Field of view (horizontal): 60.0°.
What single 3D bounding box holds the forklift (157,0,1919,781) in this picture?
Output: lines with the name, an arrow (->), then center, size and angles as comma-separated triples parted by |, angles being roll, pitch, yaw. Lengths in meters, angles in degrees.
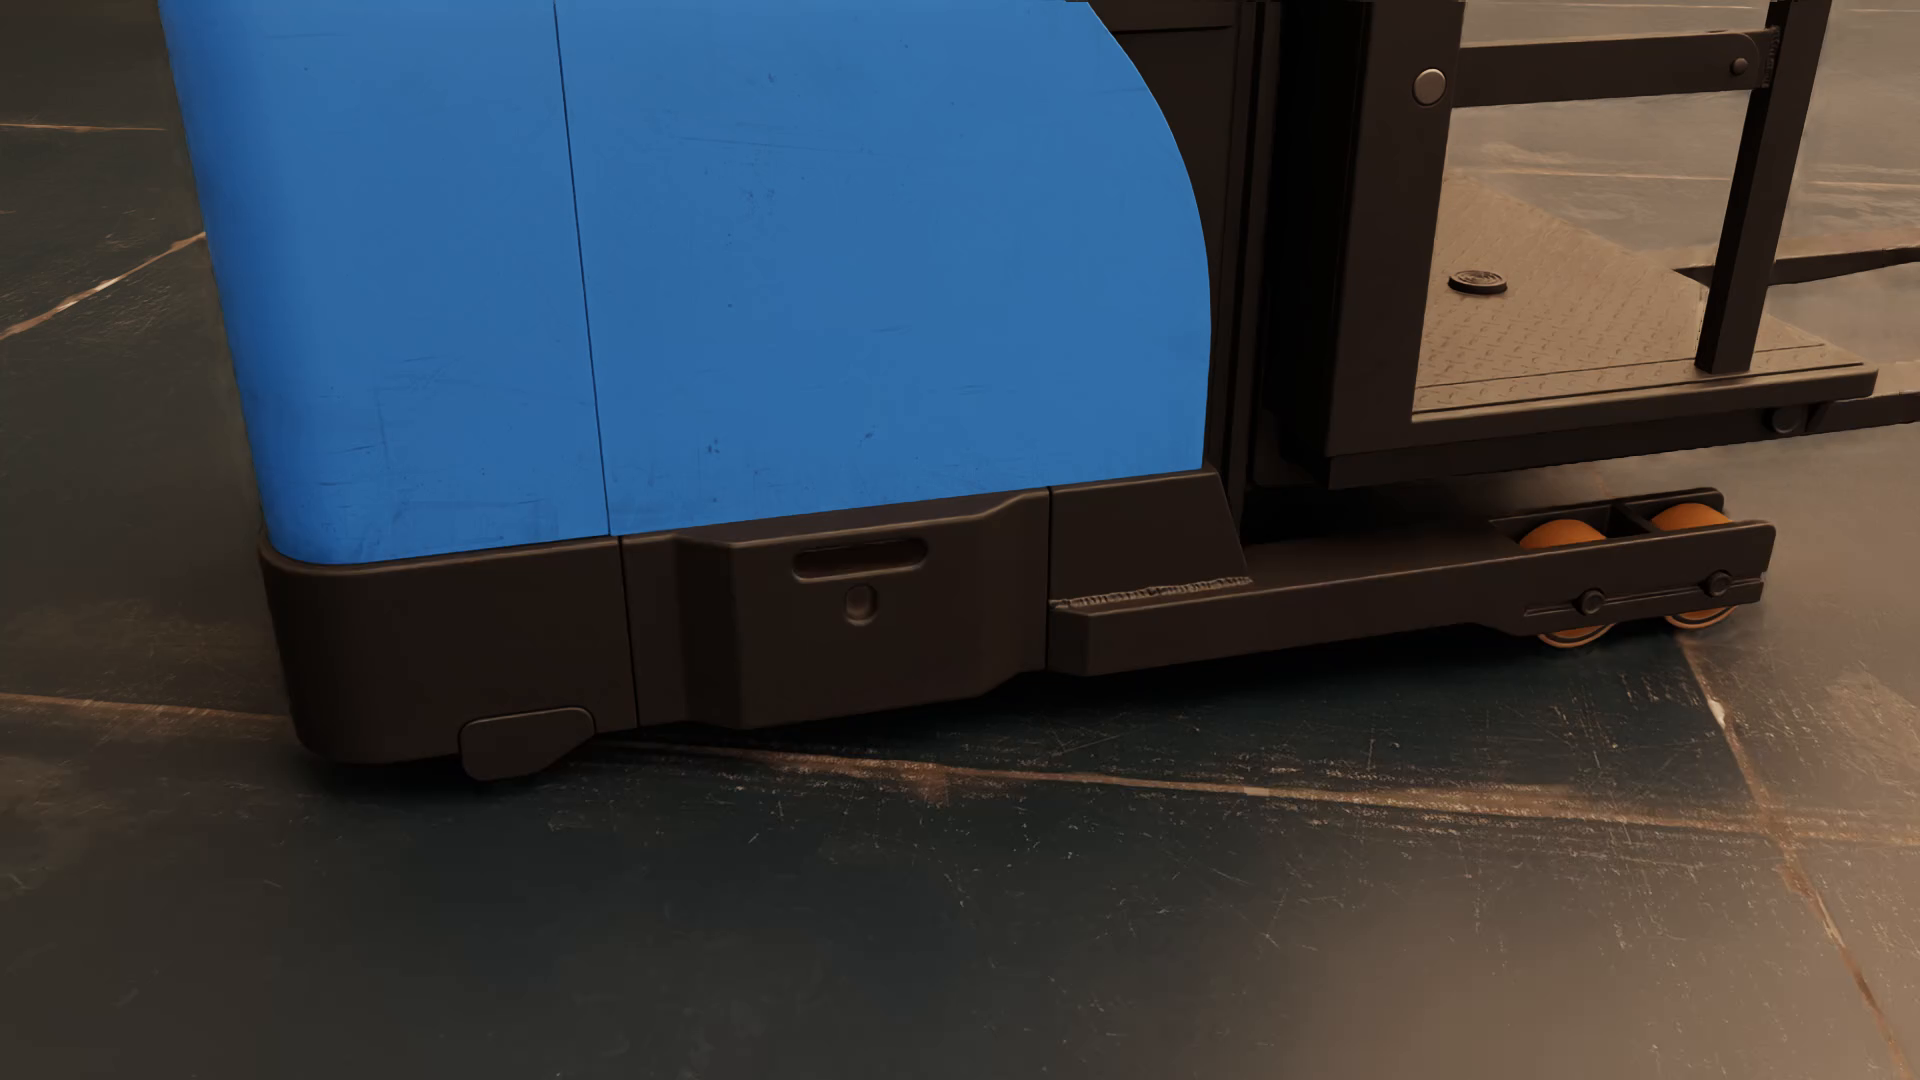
forklift -> 0.591, -1.389, 2.002 | 3.031, 2.935, 1.130 | -7, 27, -14
